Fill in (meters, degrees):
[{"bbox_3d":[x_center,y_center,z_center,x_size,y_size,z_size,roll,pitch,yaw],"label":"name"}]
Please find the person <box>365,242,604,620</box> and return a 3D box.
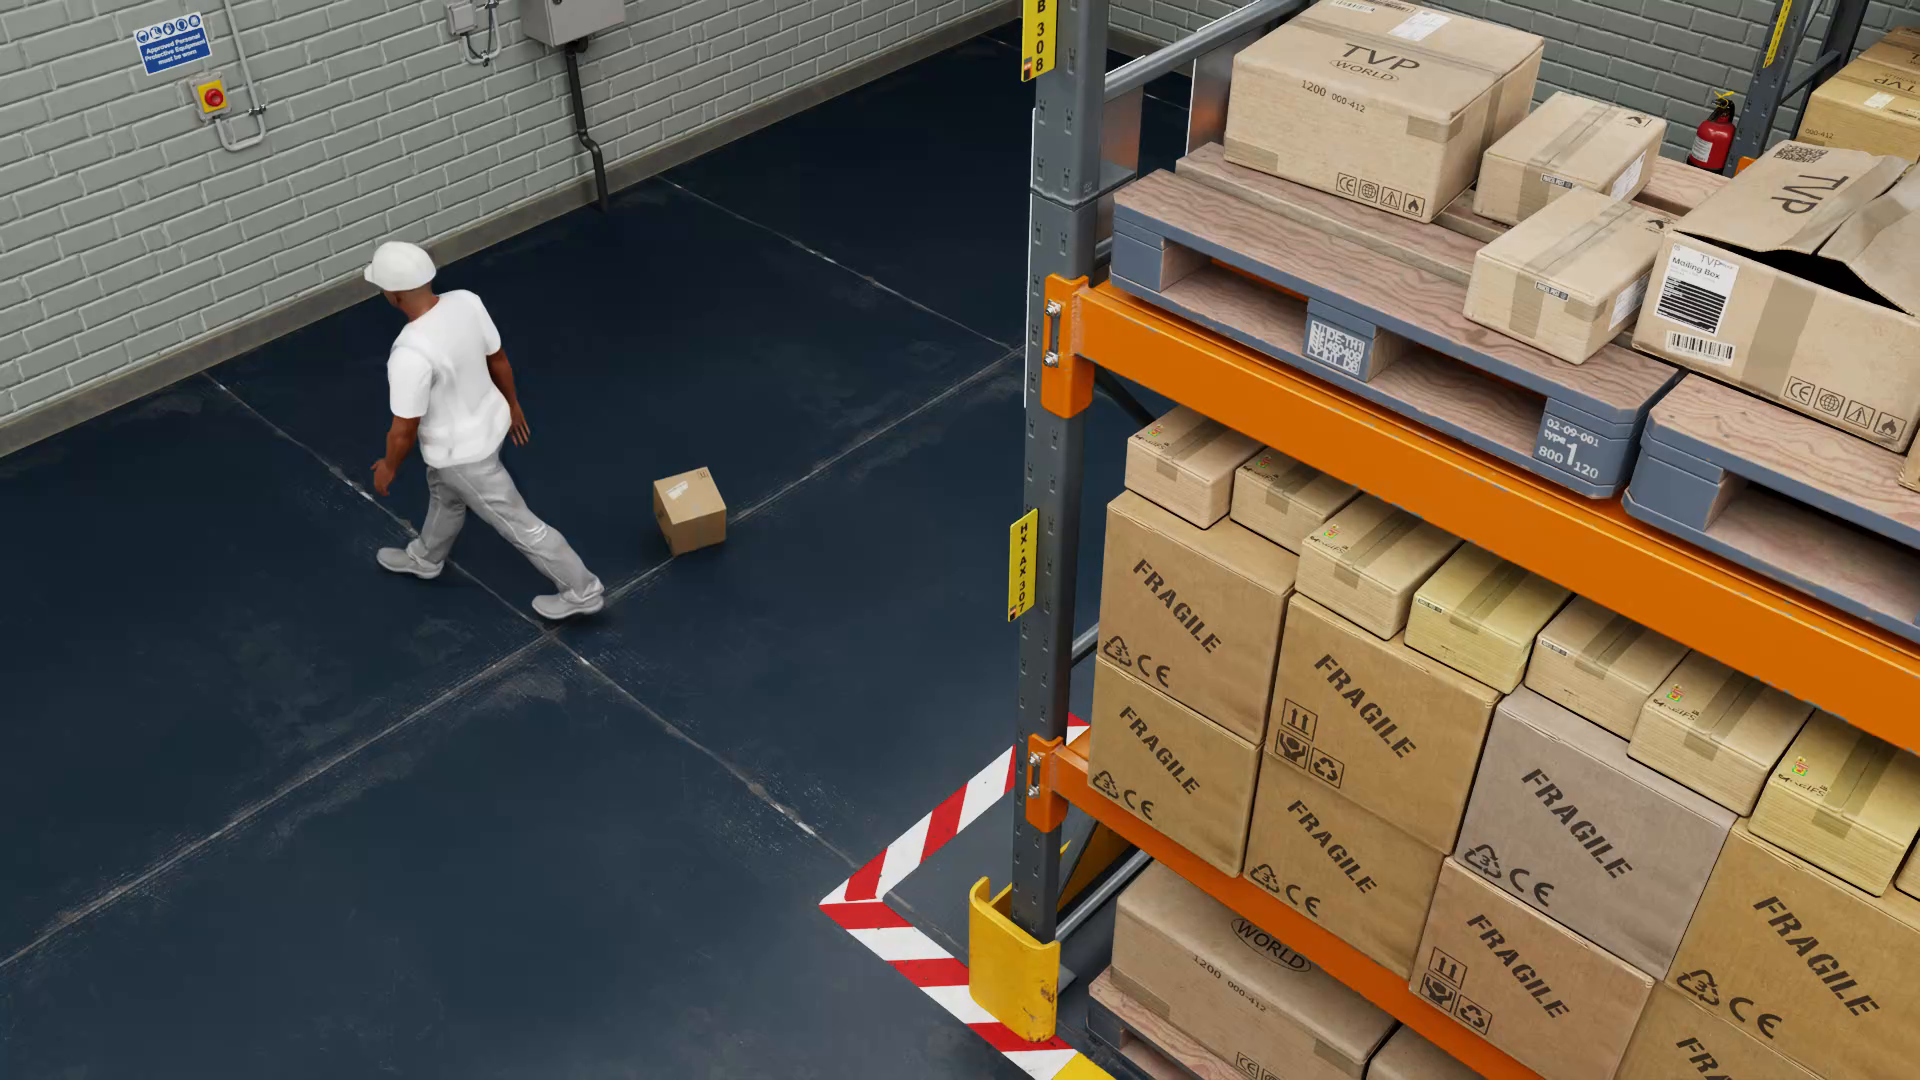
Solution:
[{"bbox_3d":[-2.039,-0.426,6.649,1.102,1.693,0.587,5,39,6],"label":"person"}]
